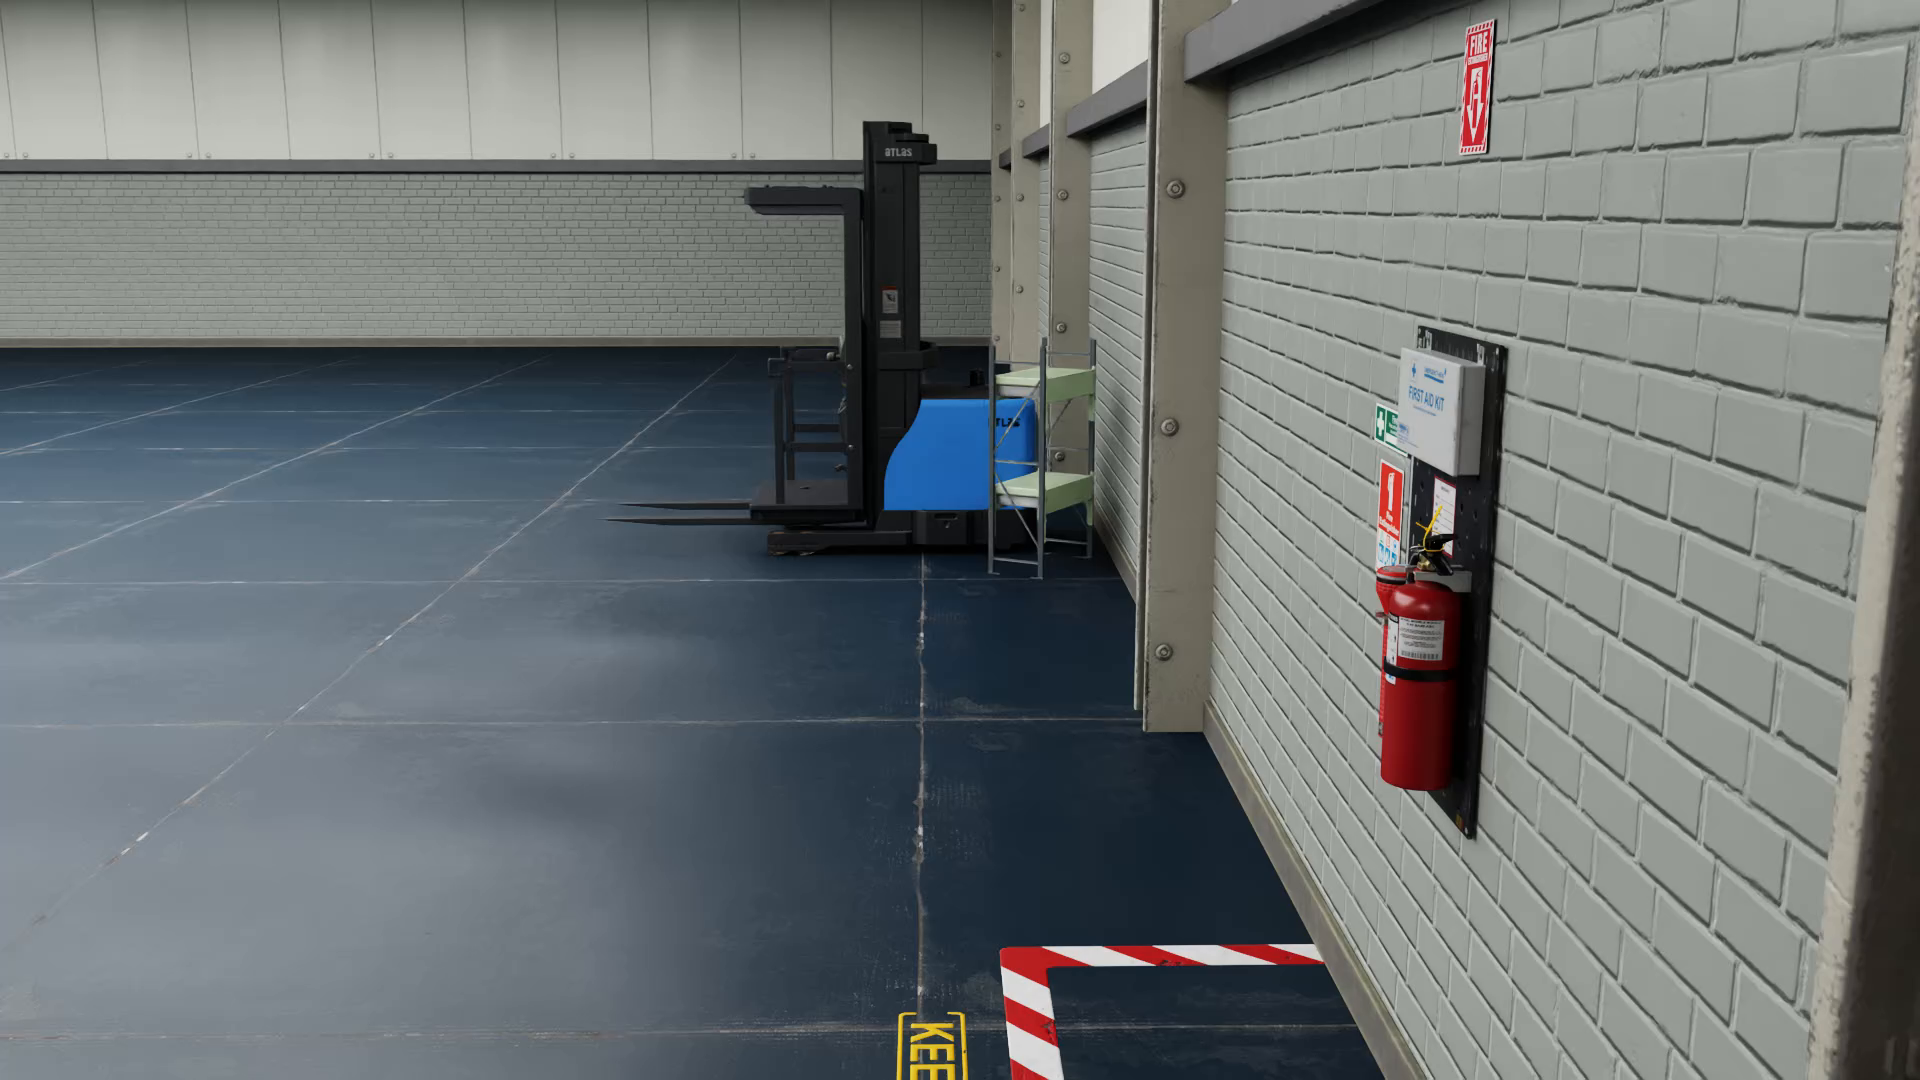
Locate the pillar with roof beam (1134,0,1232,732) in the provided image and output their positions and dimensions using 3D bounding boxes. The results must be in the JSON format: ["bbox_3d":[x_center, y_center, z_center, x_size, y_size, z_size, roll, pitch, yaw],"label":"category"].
[{"bbox_3d":[-3.302,-3.545,6.901,9.100,9.000,0.400,0,11,-1],"label":"pillar with roof beam"}]

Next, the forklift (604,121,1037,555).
[{"bbox_3d":[-0.990,-1.437,11.772,3.031,2.935,1.130,0,11,-1],"label":"forklift"}]

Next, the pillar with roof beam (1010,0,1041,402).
[{"bbox_3d":[-3.550,-5.931,18.659,9.100,9.000,0.400,0,11,-1],"label":"pillar with roof beam"}]

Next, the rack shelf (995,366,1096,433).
[{"bbox_3d":[0.550,-0.943,10.971,0.431,0.370,0.720,7,13,29],"label":"rack shelf"}]

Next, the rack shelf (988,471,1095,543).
[{"bbox_3d":[0.550,-0.241,11.114,0.431,0.370,0.720,7,13,29],"label":"rack shelf"}]

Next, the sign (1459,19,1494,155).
[{"bbox_3d":[1.213,-1.060,3.908,0.001,0.298,0.199,0,11,-1],"label":"sign"}]

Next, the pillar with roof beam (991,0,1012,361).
[{"bbox_3d":[-3.674,-7.123,24.538,9.100,9.000,0.400,0,11,-1],"label":"pillar with roof beam"}]

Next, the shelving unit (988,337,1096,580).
[{"bbox_3d":[0.550,-0.560,11.049,0.431,1.500,0.755,7,13,29],"label":"shelving unit"}]

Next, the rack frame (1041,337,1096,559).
[{"bbox_3d":[0.733,-0.623,11.360,0.400,1.500,0.023,7,13,29],"label":"rack frame"}]

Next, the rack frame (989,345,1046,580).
[{"bbox_3d":[0.367,-0.497,10.738,0.400,1.500,0.023,7,13,29],"label":"rack frame"}]

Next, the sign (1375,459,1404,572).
[{"bbox_3d":[1.205,-0.049,4.669,0.001,0.329,0.234,0,11,-1],"label":"sign"}]

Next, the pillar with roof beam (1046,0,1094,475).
[{"bbox_3d":[-3.426,-4.738,12.780,9.100,9.000,0.400,0,11,-1],"label":"pillar with roof beam"}]

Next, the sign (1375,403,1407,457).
[{"bbox_3d":[1.196,-0.308,4.611,0.001,0.109,0.331,0,11,-1],"label":"sign"}]

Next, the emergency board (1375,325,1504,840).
[{"bbox_3d":[1.113,0.078,4.128,0.194,1.169,0.643,0,11,-1],"label":"emergency board"}]
